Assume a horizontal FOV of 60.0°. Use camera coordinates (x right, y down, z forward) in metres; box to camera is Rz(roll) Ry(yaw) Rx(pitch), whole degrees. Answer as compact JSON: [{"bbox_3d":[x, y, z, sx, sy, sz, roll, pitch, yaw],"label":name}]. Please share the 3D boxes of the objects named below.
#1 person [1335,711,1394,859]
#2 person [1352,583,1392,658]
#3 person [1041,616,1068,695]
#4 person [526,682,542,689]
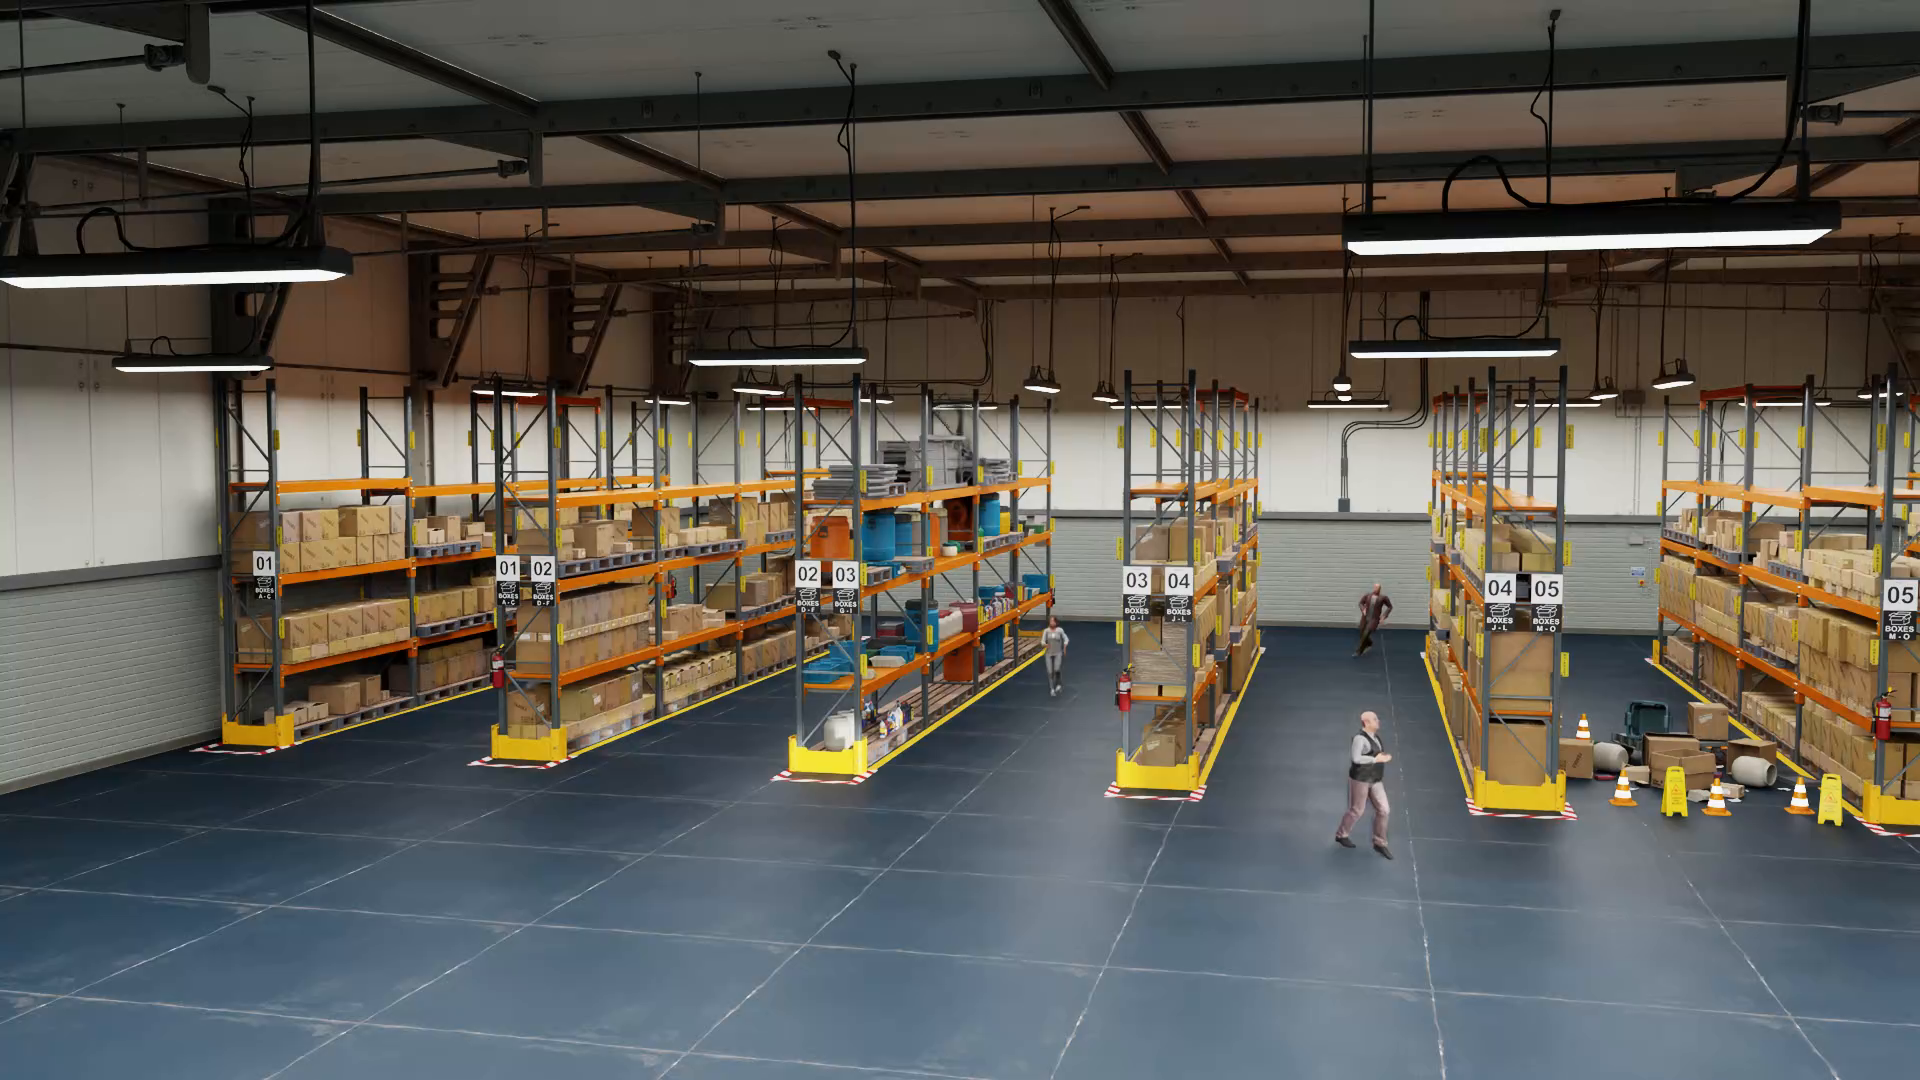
[{"bbox_3d":[4.863,2.898,20.033,0.627,1.683,0.780,-3,5,-44],"label":"person"},{"bbox_3d":[9.516,1.853,38.291,0.750,1.730,0.878,3,4,37],"label":"person"},{"bbox_3d":[1.831,2.262,32.440,0.517,1.565,0.595,1,3,11],"label":"person"},{"bbox_3d":[-7.775,2.329,30.451,0.552,1.675,0.645,0,3,-5],"label":"person"}]
